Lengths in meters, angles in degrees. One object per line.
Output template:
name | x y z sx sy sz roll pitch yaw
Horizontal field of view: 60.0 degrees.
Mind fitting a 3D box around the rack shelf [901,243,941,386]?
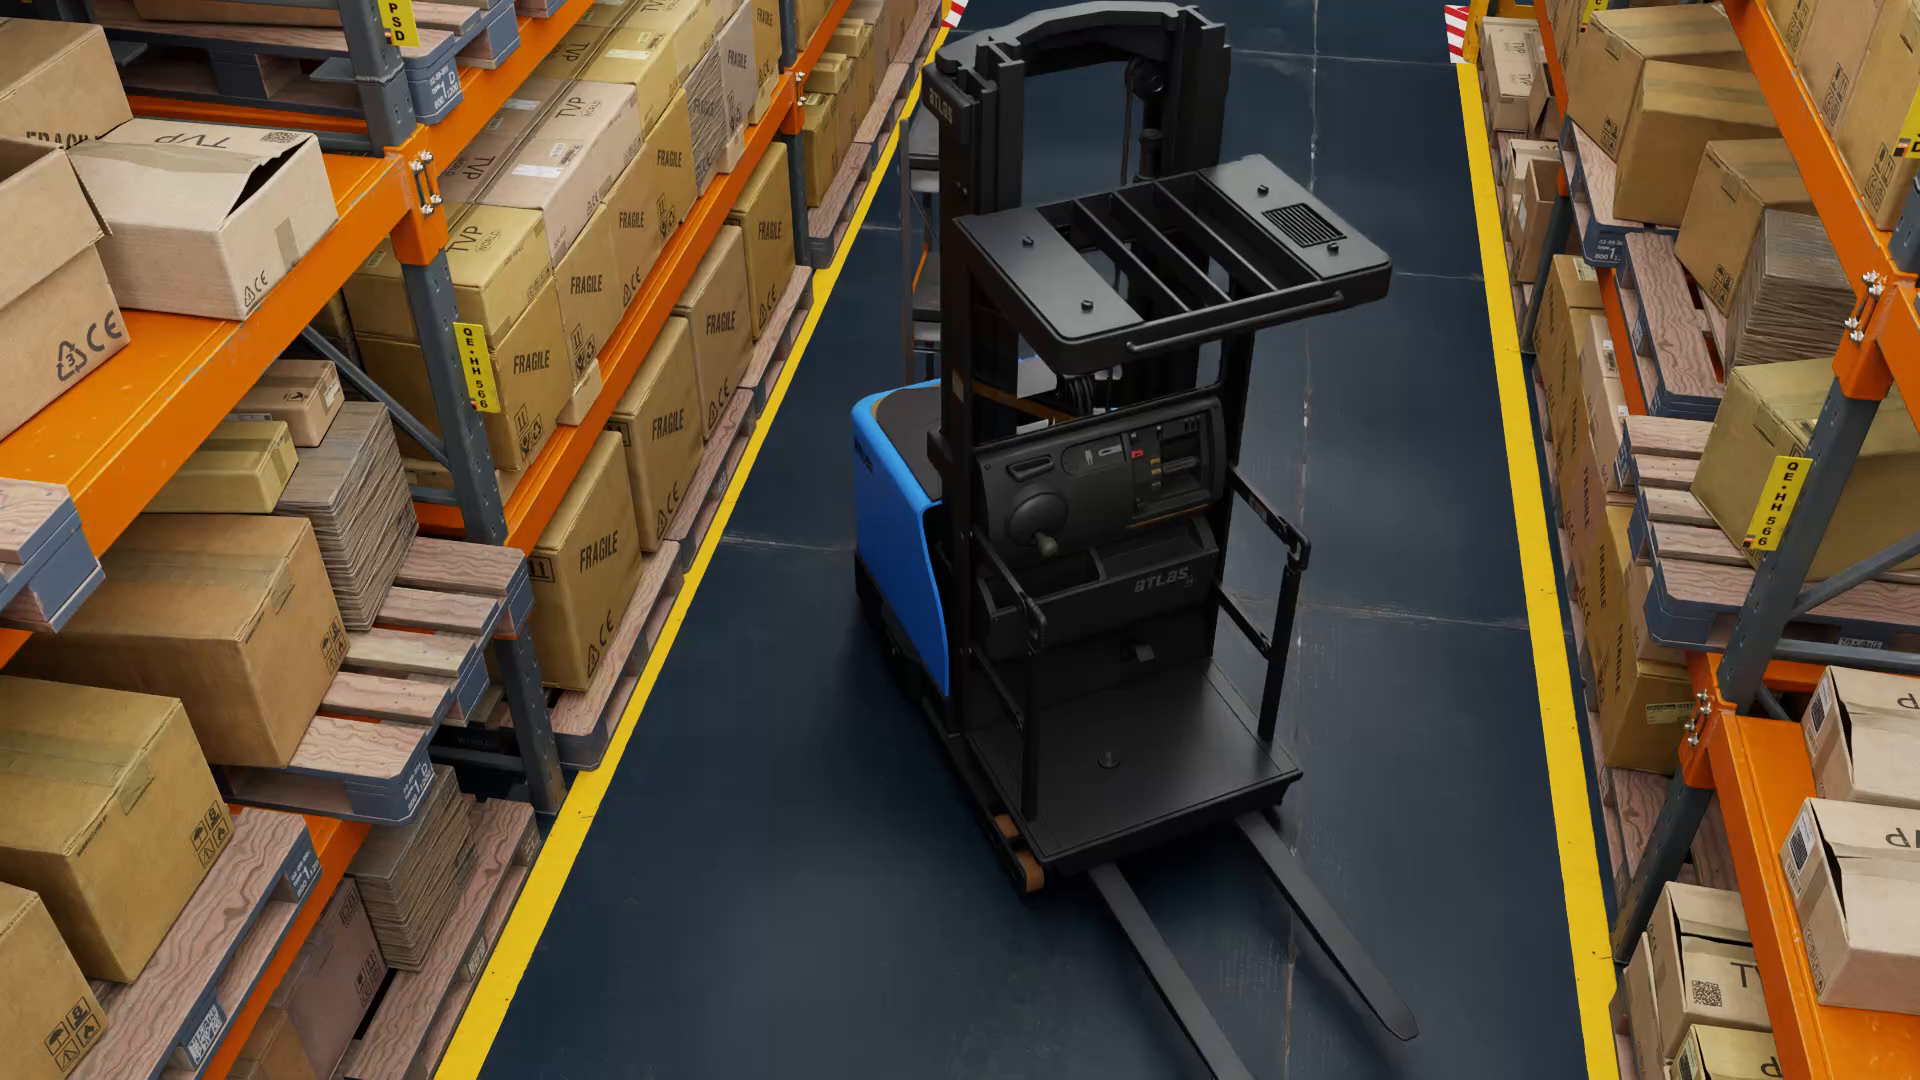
rack shelf | 0.003 -0.934 7.253 0.431 0.518 0.480 6 40 7

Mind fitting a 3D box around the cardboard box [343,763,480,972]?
cardboard box | -2.121 1.077 5.709 0.700 0.500 0.500 7 40 8

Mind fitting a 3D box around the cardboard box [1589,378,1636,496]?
cardboard box | 2.941 -0.416 6.928 0.500 0.250 0.500 6 40 7

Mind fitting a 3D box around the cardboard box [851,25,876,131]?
cardboard box | -0.944 -2.978 10.630 0.700 0.500 0.500 7 40 9

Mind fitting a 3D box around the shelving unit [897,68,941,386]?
shelving unit | 0.003 -0.944 7.244 0.431 2.100 0.503 6 40 7

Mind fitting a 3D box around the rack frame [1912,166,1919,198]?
rack frame | 2.832 -1.942 3.037 1.000 3.000 0.127 6 40 8

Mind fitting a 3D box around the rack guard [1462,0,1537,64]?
rack guard | 4.203 -3.640 11.760 1.175 0.500 0.348 6 40 8

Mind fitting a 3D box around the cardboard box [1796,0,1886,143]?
cardboard box | 2.963 -1.422 4.684 0.910 0.500 0.500 6 40 8

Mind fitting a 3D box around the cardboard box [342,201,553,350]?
cardboard box | -1.710 -0.898 5.567 0.500 0.250 0.500 7 40 9

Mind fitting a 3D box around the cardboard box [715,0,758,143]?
cardboard box | -1.266 -2.206 7.737 0.500 0.500 0.500 7 40 8

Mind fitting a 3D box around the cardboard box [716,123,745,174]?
cardboard box | -1.233 -1.861 7.828 0.380 0.149 0.250 6 40 8

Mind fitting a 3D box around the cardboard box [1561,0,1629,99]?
cardboard box | 3.358 -2.521 8.367 0.500 0.500 0.500 7 40 8

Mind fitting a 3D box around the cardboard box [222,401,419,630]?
cardboard box | -2.119 -0.086 5.076 0.700 0.500 0.500 2 40 2

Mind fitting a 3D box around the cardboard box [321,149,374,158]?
cardboard box | -2.131 -1.262 6.006 0.500 0.250 0.500 5 40 6

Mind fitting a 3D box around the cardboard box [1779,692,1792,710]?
cardboard box | 3.277 0.580 6.310 0.500 0.500 0.500 5 40 6

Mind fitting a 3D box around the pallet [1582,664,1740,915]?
pallet | 2.998 0.980 6.399 1.003 0.211 1.213 6 40 8

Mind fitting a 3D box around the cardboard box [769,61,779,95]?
cardboard box | -1.135 -2.352 8.422 0.380 0.149 0.250 7 40 8

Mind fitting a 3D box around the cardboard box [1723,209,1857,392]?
cardboard box | 3.176 -0.791 5.945 0.700 0.500 0.500 14 42 16

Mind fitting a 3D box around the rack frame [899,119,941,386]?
rack frame | -0.035 -0.791 7.059 0.400 2.100 0.015 6 40 7

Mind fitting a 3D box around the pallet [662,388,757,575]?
pallet | -1.624 -0.349 8.007 1.003 0.211 1.213 6 40 8

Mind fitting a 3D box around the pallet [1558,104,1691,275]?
pallet | 3.278 -1.577 7.454 1.003 0.211 1.213 6 40 8

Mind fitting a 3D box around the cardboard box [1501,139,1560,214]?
cardboard box | 3.473 -2.133 9.741 0.500 0.311 0.500 6 40 8

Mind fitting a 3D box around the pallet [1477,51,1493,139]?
pallet | 4.066 -3.028 11.247 1.003 0.211 1.213 6 40 8

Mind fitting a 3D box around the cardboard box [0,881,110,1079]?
cardboard box | -2.431 1.046 3.707 0.700 0.500 0.500 12 41 14

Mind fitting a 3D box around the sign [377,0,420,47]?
sign | -1.514 -1.468 4.412 0.100 0.325 0.005 6 40 8

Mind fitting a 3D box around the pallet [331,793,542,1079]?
pallet | -2.184 1.391 5.902 1.003 0.211 1.213 6 40 8

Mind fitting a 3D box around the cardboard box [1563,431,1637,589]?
cardboard box | 2.937 -0.104 7.138 0.500 0.500 0.500 5 40 6

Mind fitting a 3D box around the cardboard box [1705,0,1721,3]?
cardboard box | 3.883 -2.829 7.955 0.500 0.500 0.500 7 40 9

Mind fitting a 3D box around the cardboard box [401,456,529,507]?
cardboard box | -1.763 -0.266 5.899 0.380 0.149 0.250 6 40 7

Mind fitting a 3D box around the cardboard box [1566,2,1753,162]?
cardboard box | 3.222 -2.068 7.489 0.700 0.500 0.500 -6 40 -7

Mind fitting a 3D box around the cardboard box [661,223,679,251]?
cardboard box | -1.455 -1.394 7.263 0.380 0.149 0.250 8 40 9

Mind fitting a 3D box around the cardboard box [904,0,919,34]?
cardboard box | -0.686 -3.943 11.797 0.700 0.500 0.500 6 40 8

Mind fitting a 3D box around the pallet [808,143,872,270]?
pallet | -1.147 -2.078 10.098 1.003 0.211 1.213 6 40 8

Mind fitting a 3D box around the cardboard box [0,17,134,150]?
cardboard box | -2.399 -0.950 4.097 0.500 0.500 0.500 6 40 8

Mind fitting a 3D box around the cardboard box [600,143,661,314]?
cardboard box | -1.525 -1.250 6.581 0.500 0.500 0.500 6 40 7

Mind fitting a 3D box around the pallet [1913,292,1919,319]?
pallet | 2.803 -0.278 3.526 1.213 0.211 1.003 8 40 10

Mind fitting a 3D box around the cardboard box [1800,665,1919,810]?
cardboard box | 2.726 0.628 4.707 0.500 0.311 0.500 9 40 10

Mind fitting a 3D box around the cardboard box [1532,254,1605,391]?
cardboard box | 3.200 -1.070 8.306 0.500 0.500 0.500 5 40 6

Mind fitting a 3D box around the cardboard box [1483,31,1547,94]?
cardboard box | 3.756 -3.137 11.003 0.500 0.250 0.500 6 40 8

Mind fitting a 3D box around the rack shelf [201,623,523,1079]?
rack shelf | -2.394 1.358 4.317 1.077 0.370 4.000 6 40 8

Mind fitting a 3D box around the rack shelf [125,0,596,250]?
rack shelf | -1.702 -2.308 6.398 1.077 0.370 4.000 6 40 8

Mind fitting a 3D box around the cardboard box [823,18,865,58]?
cardboard box | -0.796 -3.113 10.285 0.380 0.149 0.250 5 40 6

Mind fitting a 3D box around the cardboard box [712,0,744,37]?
cardboard box | -1.282 -2.493 7.495 0.500 0.250 0.500 7 40 9

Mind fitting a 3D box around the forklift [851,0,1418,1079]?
forklift | 0.593 -0.138 5.617 1.130 2.935 3.031 -16 42 -18

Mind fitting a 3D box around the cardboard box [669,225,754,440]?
cardboard box | -1.491 -1.037 8.008 0.750 0.750 0.750 8 40 9

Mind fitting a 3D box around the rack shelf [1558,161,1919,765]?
rack shelf | 3.178 -0.608 6.696 1.077 0.370 4.000 6 40 8

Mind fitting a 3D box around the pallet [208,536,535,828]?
pallet | -2.066 0.359 5.112 1.213 0.211 1.003 6 40 8

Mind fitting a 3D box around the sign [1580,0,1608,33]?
sign | 2.988 -2.529 7.776 0.100 0.325 0.005 6 40 8

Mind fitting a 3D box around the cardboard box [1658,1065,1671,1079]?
cardboard box | 2.366 1.880 4.951 0.500 0.250 0.500 5 40 6

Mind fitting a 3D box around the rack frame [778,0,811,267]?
rack frame | -1.355 -2.684 8.643 1.000 3.000 0.127 6 40 8
